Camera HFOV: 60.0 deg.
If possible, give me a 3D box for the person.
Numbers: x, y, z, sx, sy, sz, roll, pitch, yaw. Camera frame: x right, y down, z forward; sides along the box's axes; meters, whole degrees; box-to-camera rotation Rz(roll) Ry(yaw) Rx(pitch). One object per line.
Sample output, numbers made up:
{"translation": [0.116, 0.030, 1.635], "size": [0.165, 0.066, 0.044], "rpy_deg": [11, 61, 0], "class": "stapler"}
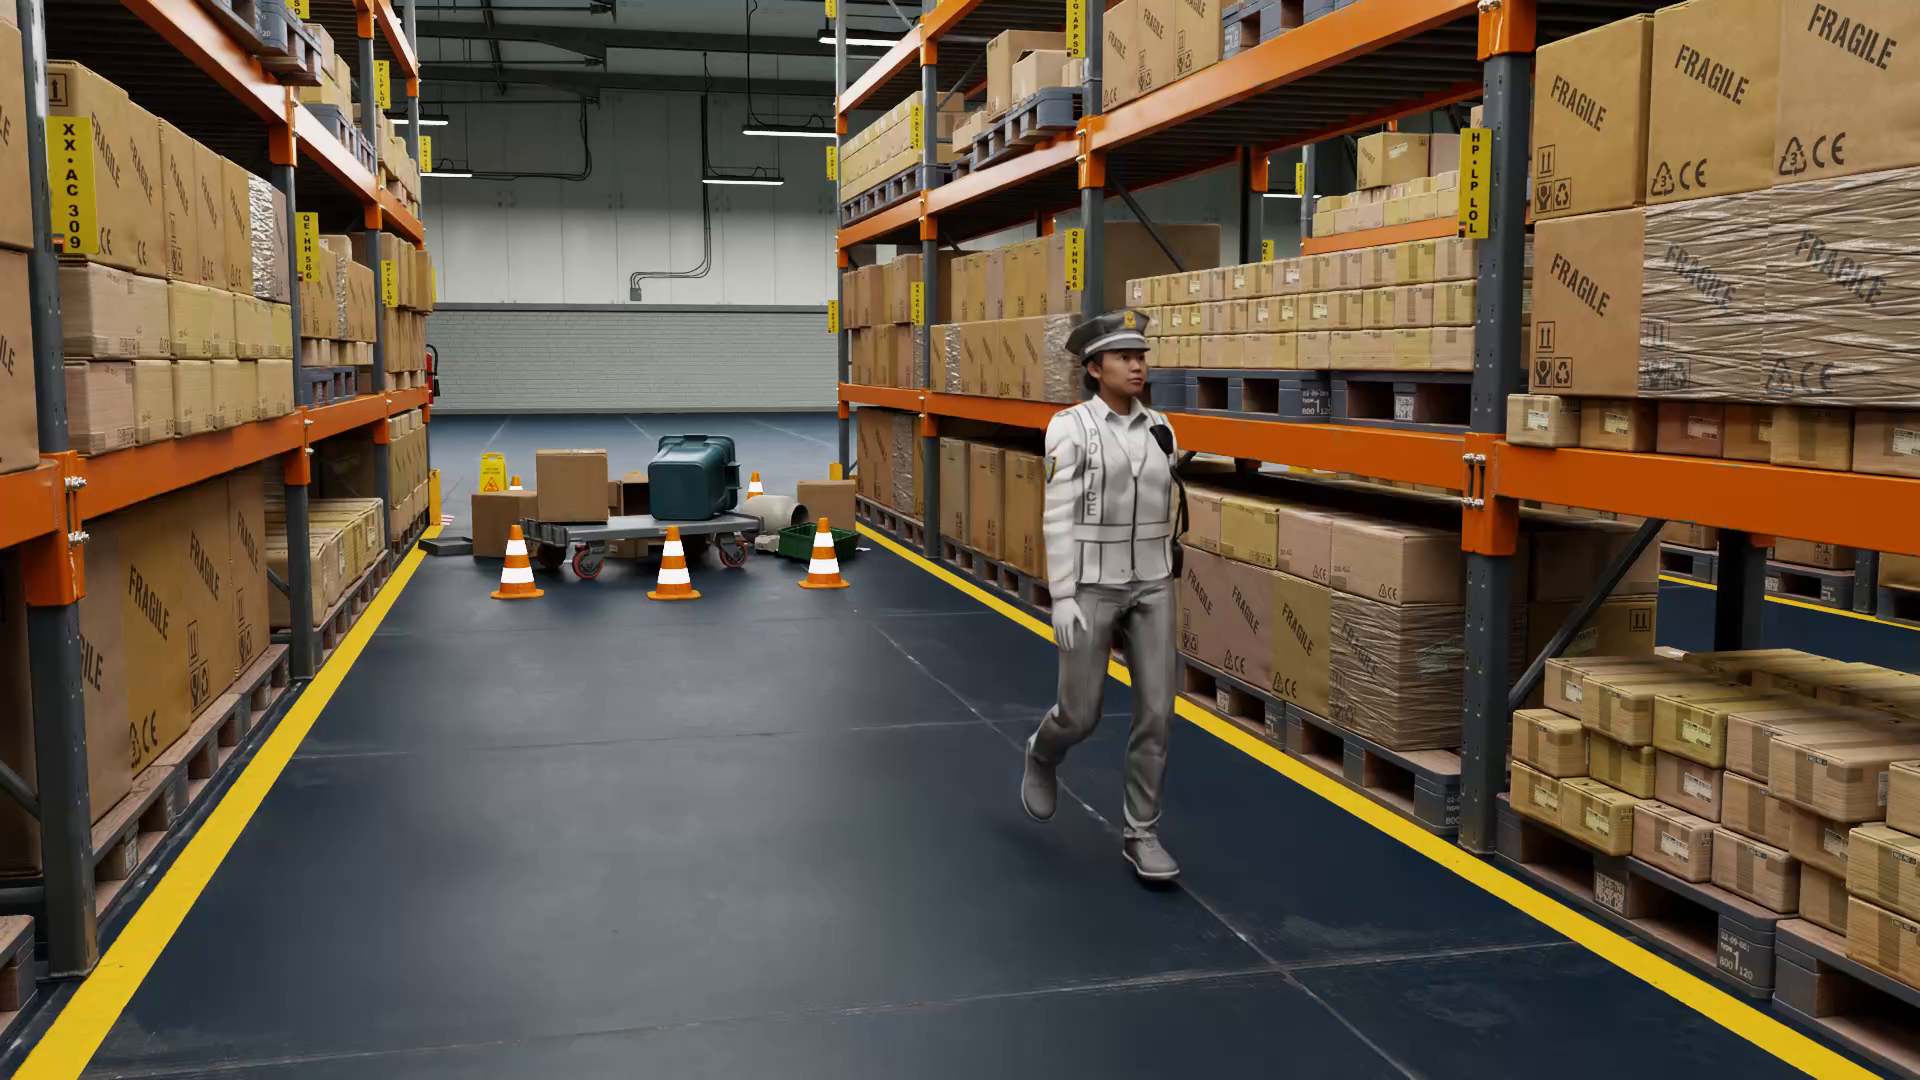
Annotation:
{"translation": [-0.760, -1.077, 5.629], "size": [6.510, 2.360, 21.563], "rpy_deg": [-2, 7, -17], "class": "person"}
